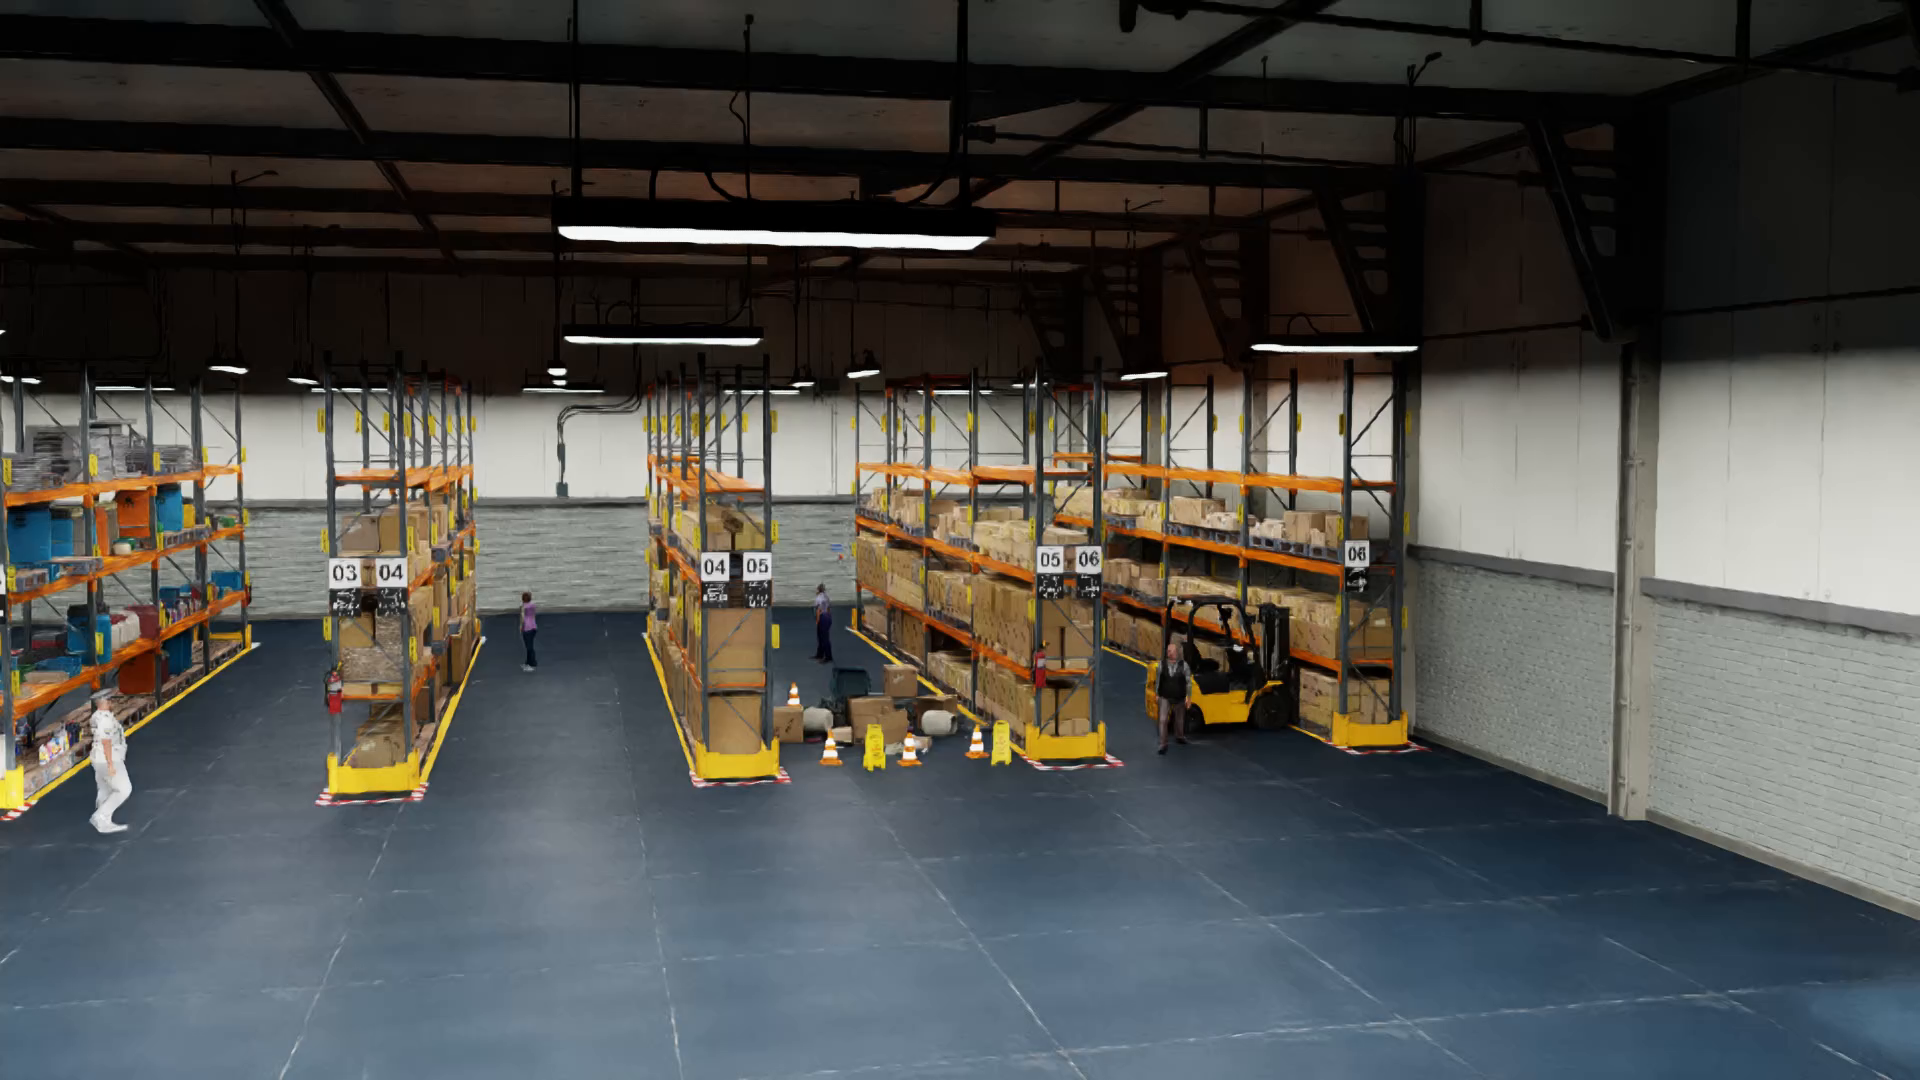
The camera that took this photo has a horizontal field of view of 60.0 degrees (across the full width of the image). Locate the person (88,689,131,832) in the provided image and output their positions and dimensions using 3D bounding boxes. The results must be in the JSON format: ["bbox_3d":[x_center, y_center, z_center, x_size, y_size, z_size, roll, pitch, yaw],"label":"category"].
[{"bbox_3d":[-10.447,2.710,20.338,0.467,1.755,0.578,-3,5,-40],"label":"person"}]

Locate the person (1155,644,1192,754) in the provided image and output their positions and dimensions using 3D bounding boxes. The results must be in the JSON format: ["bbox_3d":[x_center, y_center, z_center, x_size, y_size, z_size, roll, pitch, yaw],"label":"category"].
[{"bbox_3d":[3.263,2.406,25.442,0.571,1.671,0.961,1,4,8],"label":"person"}]

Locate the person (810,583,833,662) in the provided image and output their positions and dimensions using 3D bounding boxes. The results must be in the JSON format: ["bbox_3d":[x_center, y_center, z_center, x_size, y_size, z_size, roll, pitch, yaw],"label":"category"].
[{"bbox_3d":[-2.936,1.728,35.122,0.560,1.639,0.611,1,4,10],"label":"person"}]

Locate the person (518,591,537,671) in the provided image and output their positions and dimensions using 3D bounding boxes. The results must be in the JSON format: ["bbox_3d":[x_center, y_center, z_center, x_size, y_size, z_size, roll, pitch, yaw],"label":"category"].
[{"bbox_3d":[-8.811,1.838,33.852,0.527,1.592,0.522,1,4,18],"label":"person"}]
